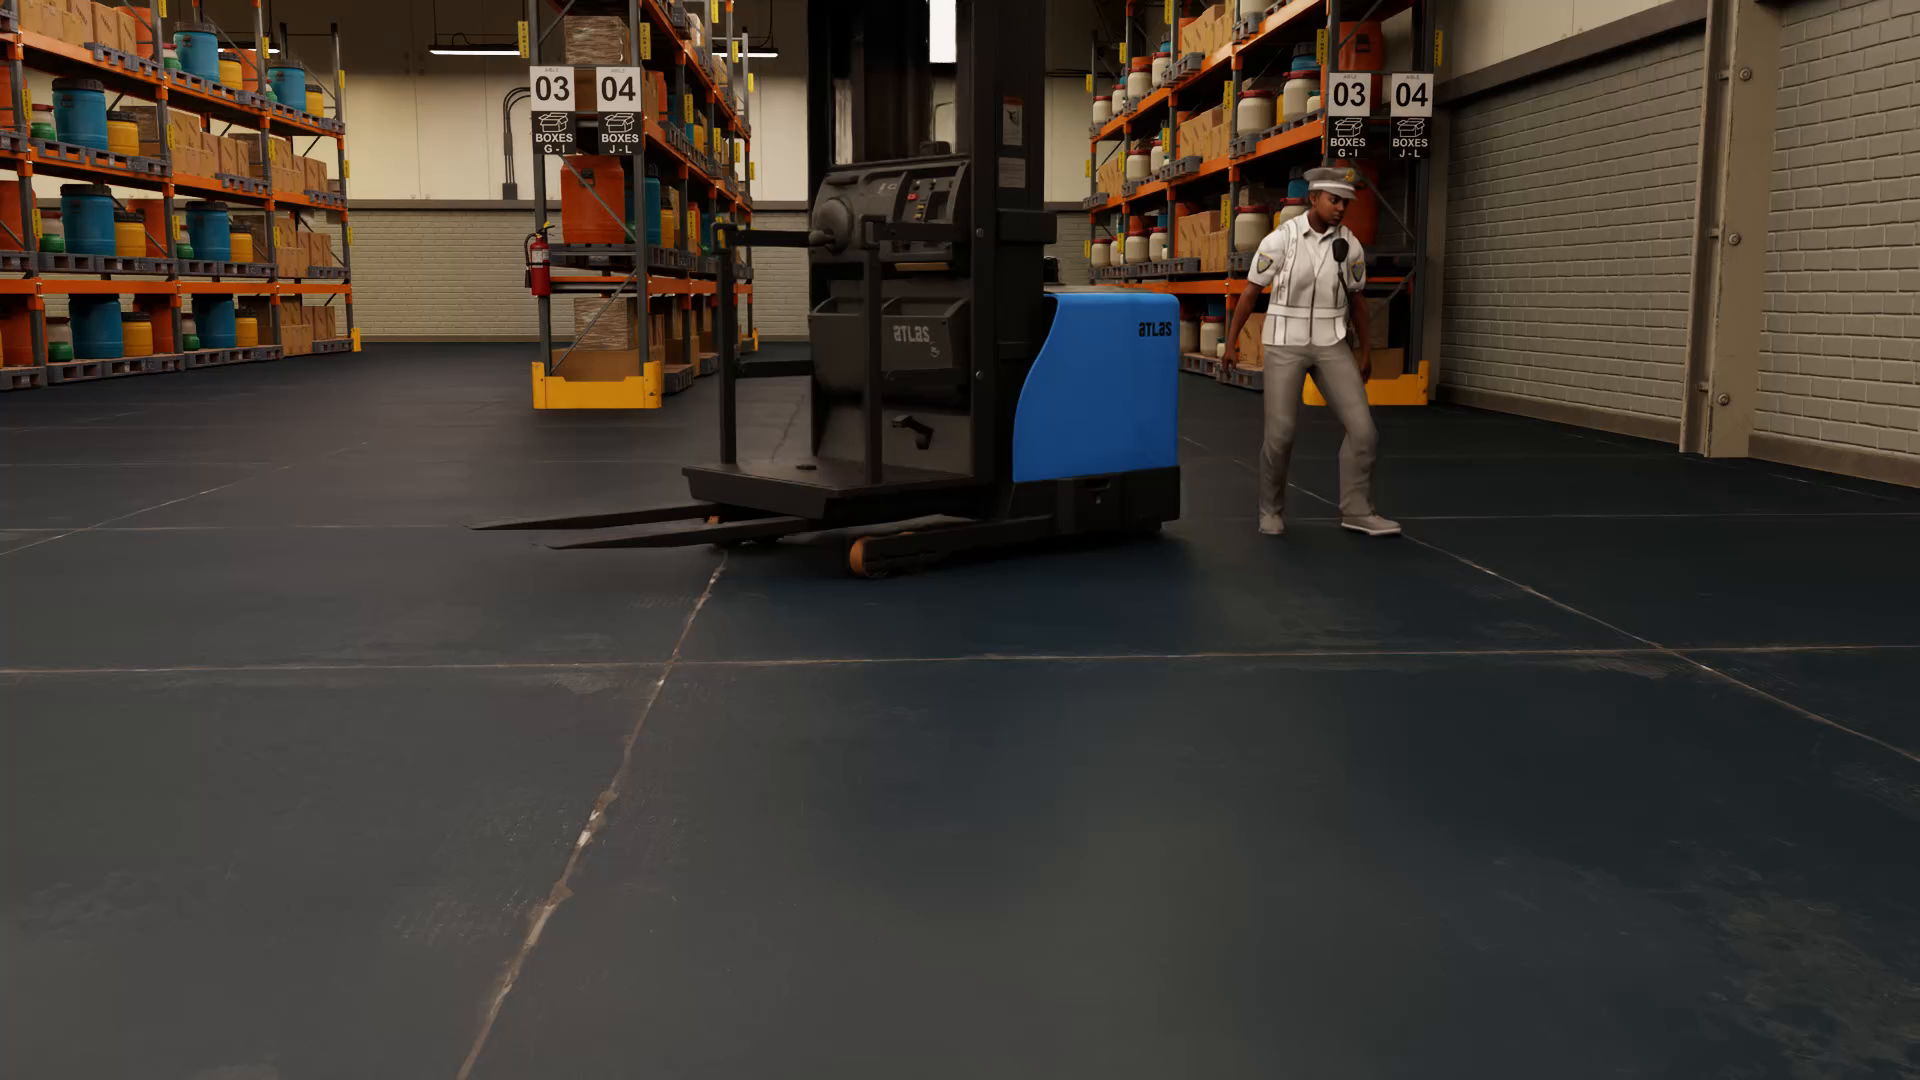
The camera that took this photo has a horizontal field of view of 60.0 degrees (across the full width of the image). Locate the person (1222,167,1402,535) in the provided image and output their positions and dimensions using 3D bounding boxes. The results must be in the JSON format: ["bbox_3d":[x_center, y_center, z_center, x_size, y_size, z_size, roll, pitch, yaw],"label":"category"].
[{"bbox_3d":[1.579,-0.827,7.439,0.796,1.631,0.424,0,8,0],"label":"person"}]

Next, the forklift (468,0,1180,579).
[{"bbox_3d":[-0.455,-1.388,6.677,3.031,2.935,1.130,-7,11,-41],"label":"forklift"}]
